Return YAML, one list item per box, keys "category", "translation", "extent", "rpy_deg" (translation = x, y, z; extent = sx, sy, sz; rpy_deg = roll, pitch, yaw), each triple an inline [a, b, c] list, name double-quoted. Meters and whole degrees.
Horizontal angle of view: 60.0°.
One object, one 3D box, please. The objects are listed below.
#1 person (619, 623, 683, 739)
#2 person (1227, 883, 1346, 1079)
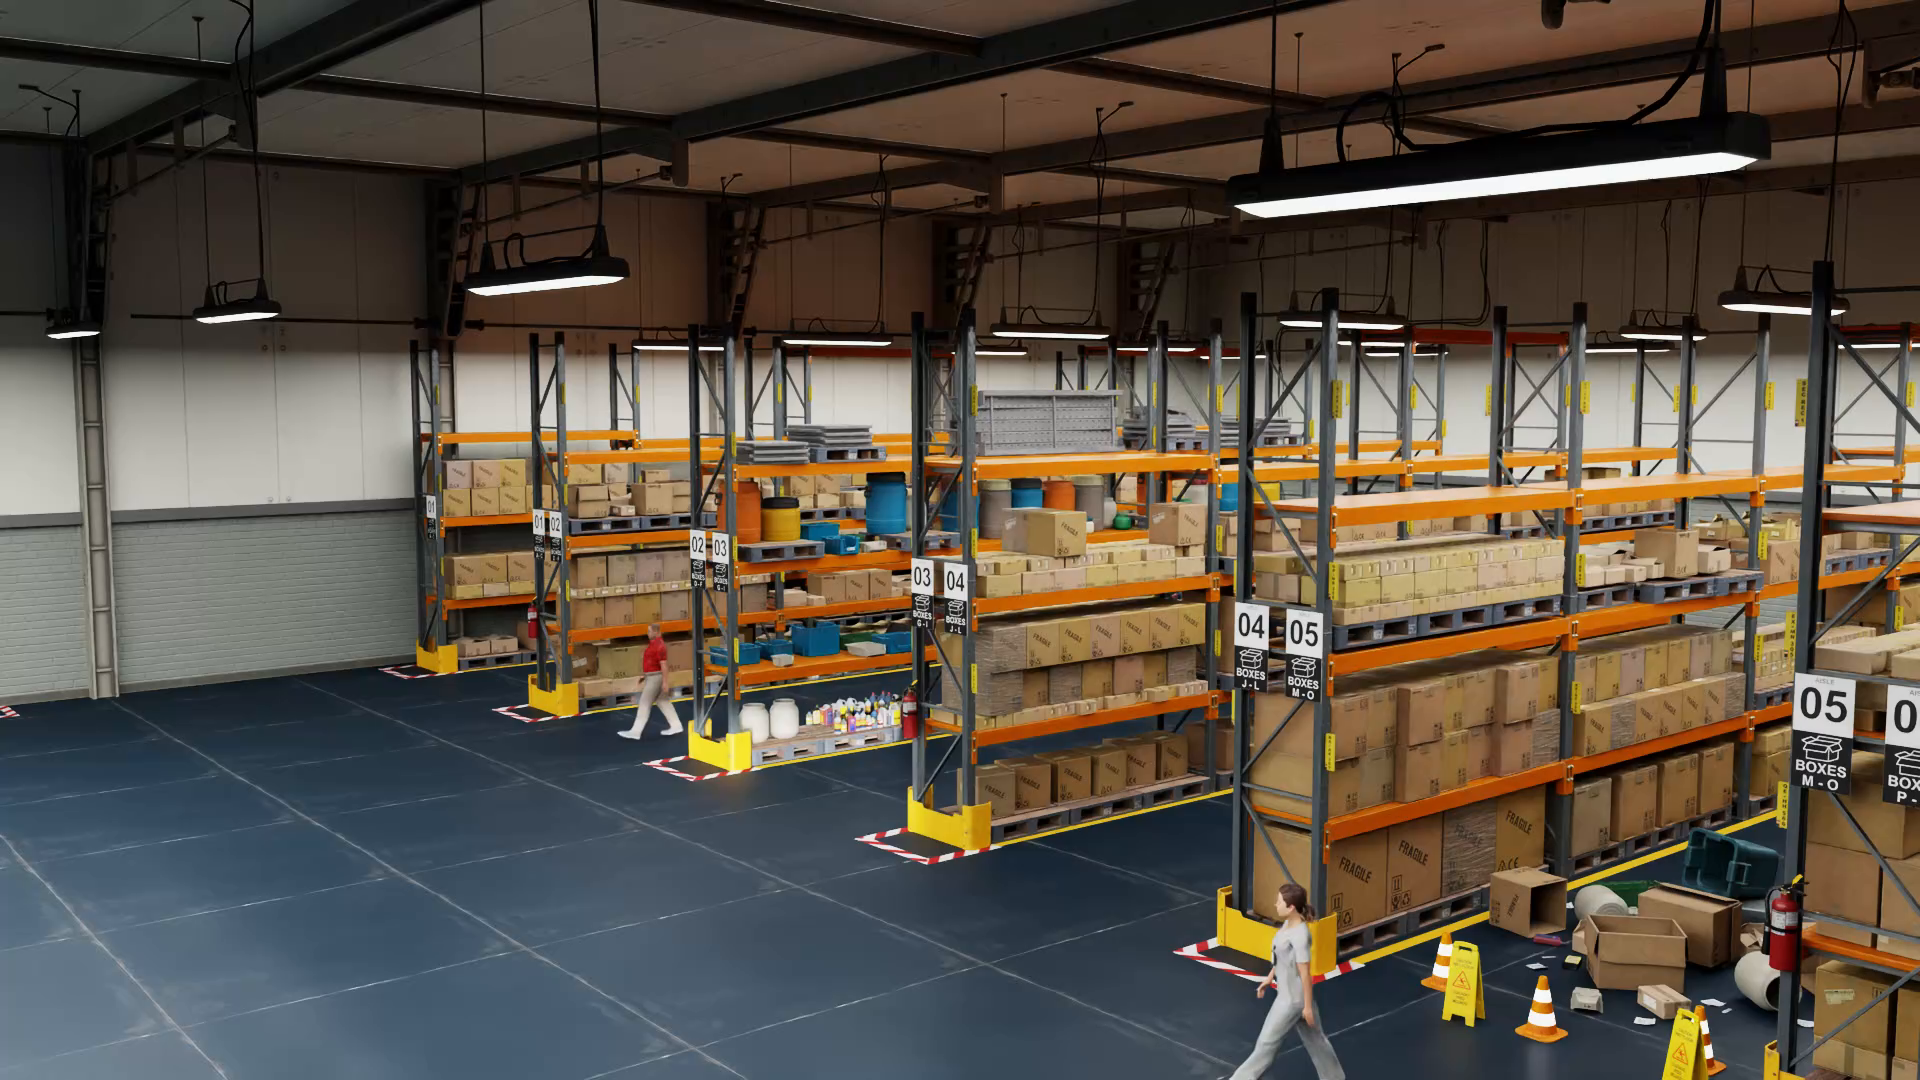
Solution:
- category: "person"
  translation: [-4.555, 2.054, 24.448]
  extent: [0.951, 1.685, 0.566]
  rpy_deg: [-1, 5, -13]
- category: "person"
  translation: [2.292, 3.240, 11.895]
  extent: [1.043, 1.614, 0.475]
  rpy_deg: [1, 5, 8]
